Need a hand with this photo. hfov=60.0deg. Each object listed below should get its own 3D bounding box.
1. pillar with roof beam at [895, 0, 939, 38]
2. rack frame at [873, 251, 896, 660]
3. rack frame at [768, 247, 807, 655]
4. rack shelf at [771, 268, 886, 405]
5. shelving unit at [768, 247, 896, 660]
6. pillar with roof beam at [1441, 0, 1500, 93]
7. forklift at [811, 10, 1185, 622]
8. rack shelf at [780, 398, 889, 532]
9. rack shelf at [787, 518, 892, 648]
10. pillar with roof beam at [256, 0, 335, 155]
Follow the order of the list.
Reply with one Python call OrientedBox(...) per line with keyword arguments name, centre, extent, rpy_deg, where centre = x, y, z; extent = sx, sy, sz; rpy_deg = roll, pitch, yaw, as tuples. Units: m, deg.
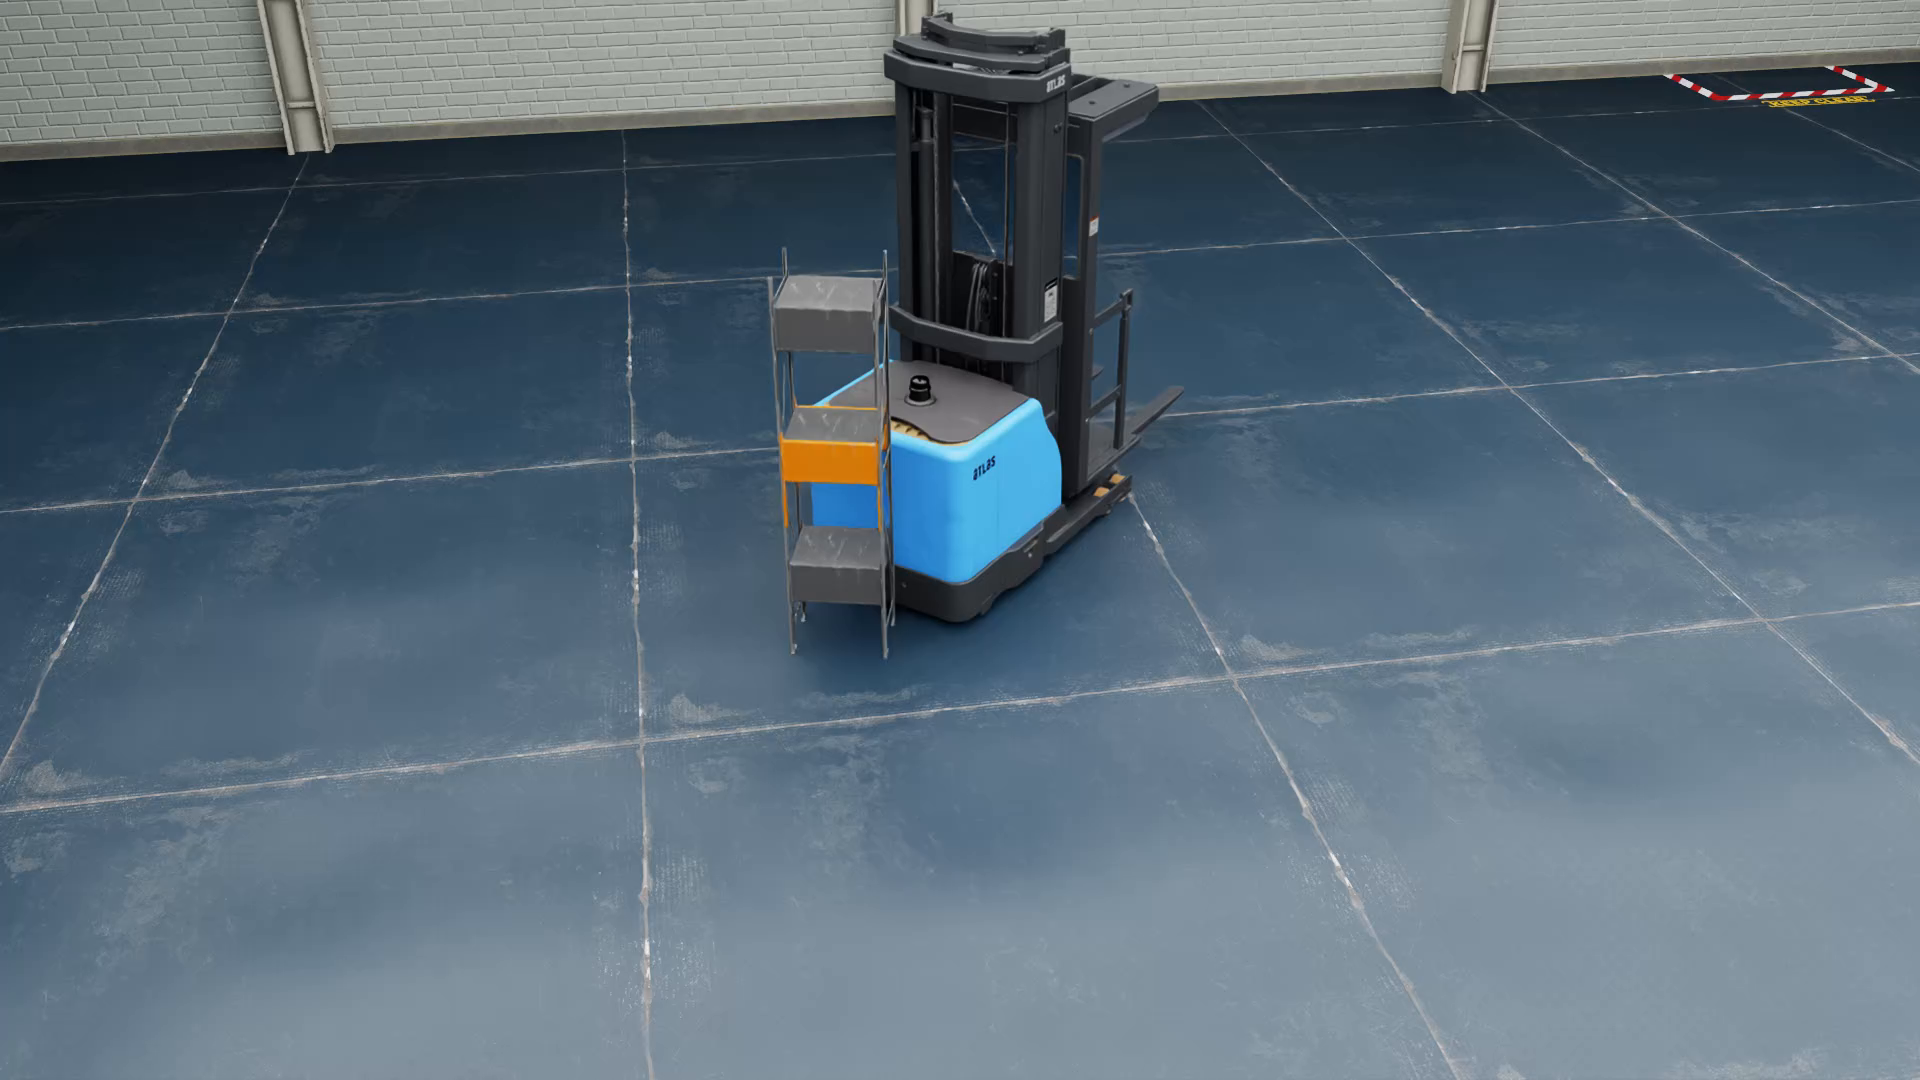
OrientedBox(name="pillar with roof beam", centre=(0.345, -6.101, 11.248), extent=(0.400, 9.000, 9.100), rpy_deg=(-5, 31, -9))
OrientedBox(name="rack frame", centre=(-0.375, -0.380, 8.324), extent=(0.015, 2.100, 0.400), rpy_deg=(3, 31, 4))
OrientedBox(name="rack frame", centre=(-0.861, -0.401, 8.361), extent=(0.015, 2.100, 0.400), rpy_deg=(3, 31, 4))
OrientedBox(name="rack shelf", centre=(-0.618, -0.982, 7.994), extent=(0.480, 0.518, 0.431), rpy_deg=(3, 31, 4))
OrientedBox(name="shelving unit", centre=(-0.618, -0.391, 8.342), extent=(0.503, 2.100, 0.431), rpy_deg=(3, 31, 4))
OrientedBox(name="pillar with roof beam", centre=(6.247, -6.649, 12.180), extent=(0.400, 9.000, 9.100), rpy_deg=(-5, 31, -9))
OrientedBox(name="forklift", centre=(0.392, -1.532, 9.463), extent=(1.130, 2.935, 3.031), rpy_deg=(18, 35, 28))
OrientedBox(name="rack shelf", centre=(-0.618, -0.379, 8.349), extent=(0.480, 0.518, 0.431), rpy_deg=(3, 31, 4))
OrientedBox(name="rack shelf", centre=(-0.617, 0.224, 8.704), extent=(0.480, 0.518, 0.431), rpy_deg=(3, 31, 4))
OrientedBox(name="pillar with roof beam", centre=(-5.557, -5.553, 10.316), extent=(0.400, 9.000, 9.100), rpy_deg=(-5, 31, -9))
